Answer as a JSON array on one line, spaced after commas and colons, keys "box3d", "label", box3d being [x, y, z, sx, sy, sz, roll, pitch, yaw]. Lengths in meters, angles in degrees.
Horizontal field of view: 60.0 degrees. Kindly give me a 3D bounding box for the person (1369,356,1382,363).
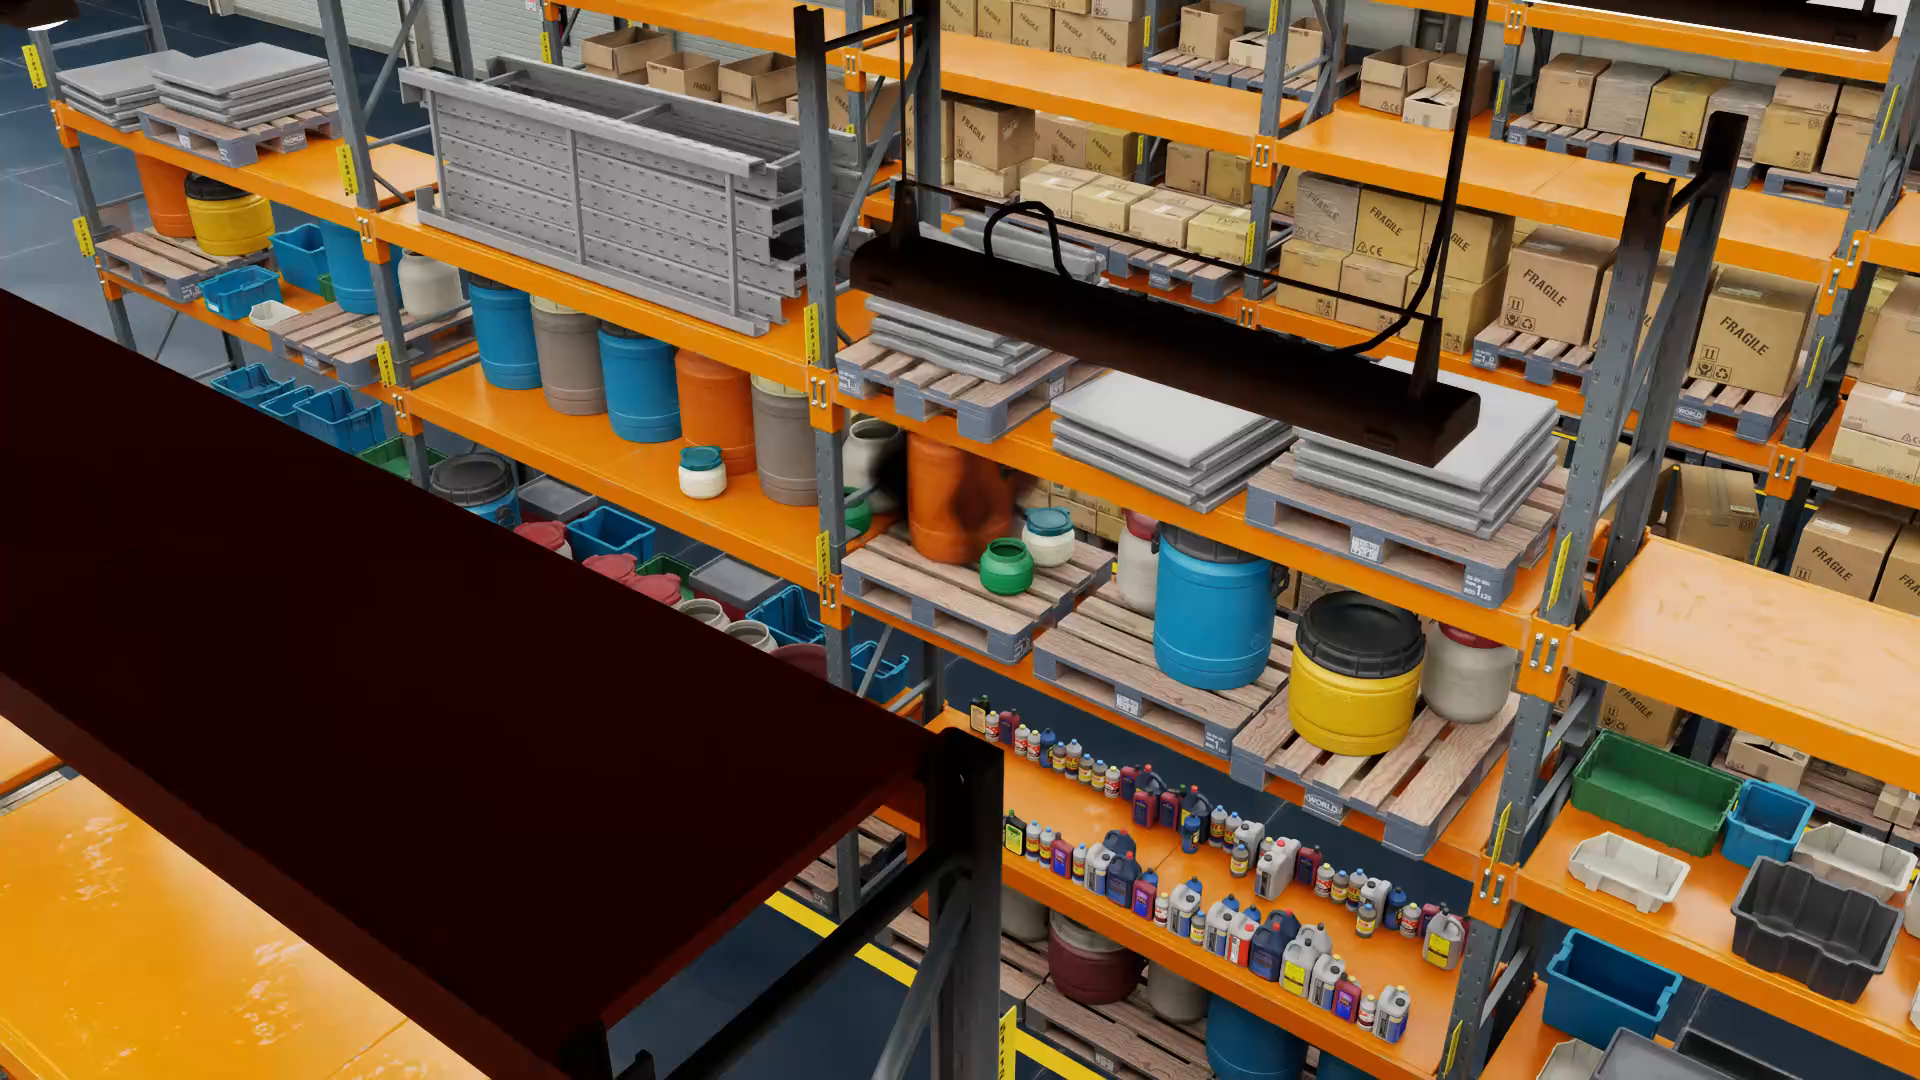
[{"box3d": [4.074, -1.426, 16.096, 0.398, 1.606, 0.476, -11, 33, -18], "label": "person"}]
